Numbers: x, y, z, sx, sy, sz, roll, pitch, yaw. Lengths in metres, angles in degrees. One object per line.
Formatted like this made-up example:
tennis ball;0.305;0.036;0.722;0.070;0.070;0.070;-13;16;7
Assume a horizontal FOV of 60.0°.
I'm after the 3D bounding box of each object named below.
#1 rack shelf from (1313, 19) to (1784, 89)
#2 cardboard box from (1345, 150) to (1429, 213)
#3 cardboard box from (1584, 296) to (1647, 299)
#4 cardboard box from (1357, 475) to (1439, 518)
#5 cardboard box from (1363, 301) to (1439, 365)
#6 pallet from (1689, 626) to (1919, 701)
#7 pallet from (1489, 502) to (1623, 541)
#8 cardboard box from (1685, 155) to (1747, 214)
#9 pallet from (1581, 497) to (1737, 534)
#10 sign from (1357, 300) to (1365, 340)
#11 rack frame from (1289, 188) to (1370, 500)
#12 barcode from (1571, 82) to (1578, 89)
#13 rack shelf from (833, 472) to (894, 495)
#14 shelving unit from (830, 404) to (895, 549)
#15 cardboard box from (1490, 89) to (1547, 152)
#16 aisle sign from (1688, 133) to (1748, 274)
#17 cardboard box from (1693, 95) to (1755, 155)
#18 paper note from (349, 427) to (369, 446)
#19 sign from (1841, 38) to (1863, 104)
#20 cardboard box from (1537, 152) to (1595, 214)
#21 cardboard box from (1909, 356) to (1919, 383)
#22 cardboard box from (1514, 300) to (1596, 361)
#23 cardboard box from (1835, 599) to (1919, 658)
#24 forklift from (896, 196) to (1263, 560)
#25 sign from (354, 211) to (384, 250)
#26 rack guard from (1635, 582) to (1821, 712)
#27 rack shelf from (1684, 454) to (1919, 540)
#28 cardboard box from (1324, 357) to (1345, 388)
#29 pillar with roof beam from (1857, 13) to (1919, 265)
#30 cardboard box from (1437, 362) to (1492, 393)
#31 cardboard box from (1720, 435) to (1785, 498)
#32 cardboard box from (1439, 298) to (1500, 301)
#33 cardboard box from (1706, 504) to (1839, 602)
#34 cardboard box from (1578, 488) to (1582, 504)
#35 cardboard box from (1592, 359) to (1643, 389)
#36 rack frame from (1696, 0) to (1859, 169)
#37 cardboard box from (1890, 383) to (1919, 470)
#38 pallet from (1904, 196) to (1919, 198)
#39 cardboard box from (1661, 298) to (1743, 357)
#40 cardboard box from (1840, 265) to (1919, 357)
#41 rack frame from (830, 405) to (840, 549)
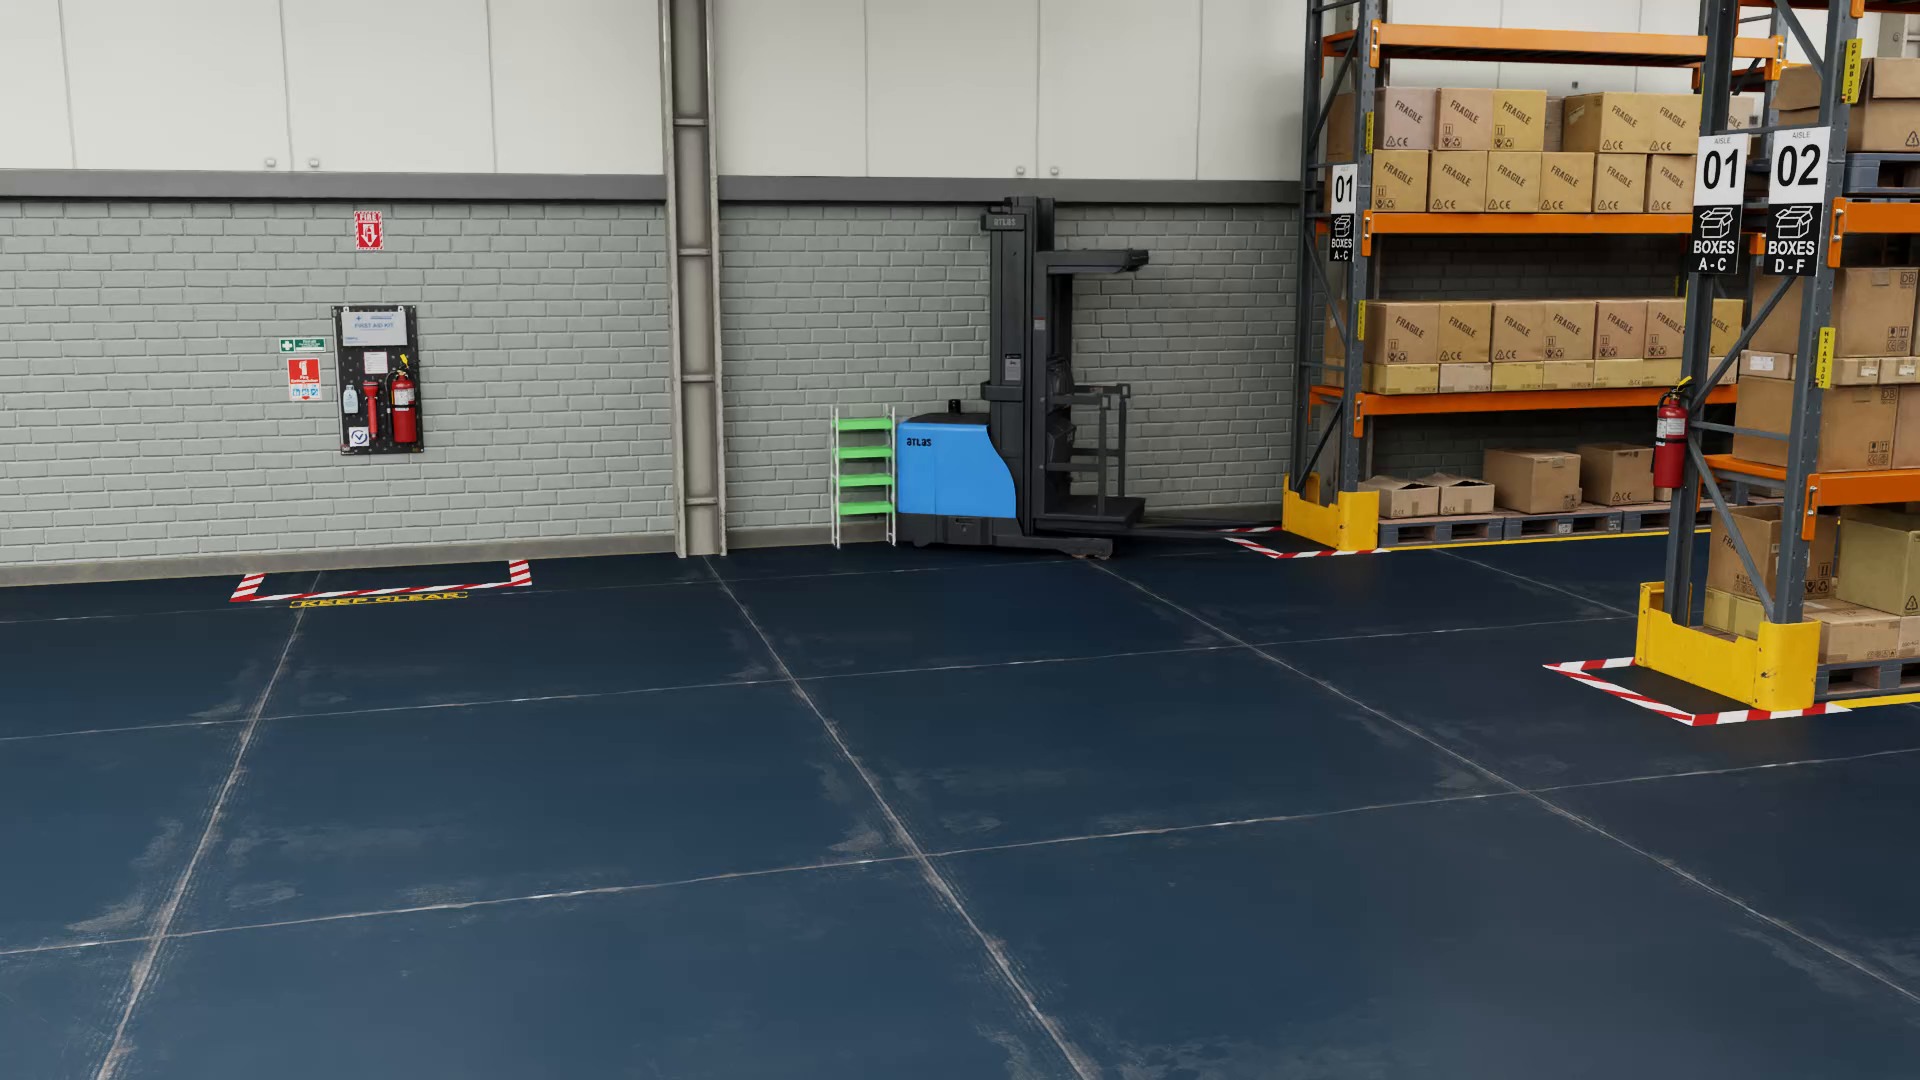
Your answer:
rack shelf;5.079;-4.179;14.387;4.000;0.370;1.077;-3;11;-16
cardboard box;3.550;-2.990;13.888;0.500;0.500;0.500;-3;11;-14
cardboard box;5.992;-1.977;15.288;0.500;0.500;0.500;-3;11;-16
cardboard box;3.848;-0.396;14.624;0.500;0.311;0.500;-4;11;-22
cardboard box;3.701;-1.759;14.106;0.500;0.500;0.500;-3;11;-16
pallet;5.270;0.704;10.140;1.213;0.211;1.003;-3;11;-16
pallet;5.191;-0.211;15.110;1.213;0.211;1.003;-3;11;-16
cardboard box;6.581;-3.151;14.759;0.500;0.500;0.500;-3;11;-14
pallet;6.364;-0.273;15.449;1.213;0.211;1.003;-3;11;-16
sign;3.311;-1.814;13.724;0.005;0.325;0.100;-3;11;-16
rack frame;3.159;-1.483;14.315;0.127;3.000;1.000;-3;11;-16
barcode;5.545;-4.099;14.995;0.075;0.075;0.001;-3;11;-16
rack shelf;-0.831;-0.482;14.205;0.480;0.148;0.258;-3;11;-16
shelving unit;-0.831;-0.545;14.194;0.503;1.200;0.258;-3;11;-16
cardboard box;4.581;-3.530;14.060;0.500;0.500;0.500;-3;11;-14
aisle sign;4.402;-1.948;9.662;0.004;0.787;0.394;-3;11;-16
cardboard box;6.594;-3.638;14.648;0.500;0.500;0.500;-4;11;-21
paper note;-4.744;-0.816;13.128;0.142;0.148;0.016;-3;11;-16
sign;4.696;-2.469;8.755;0.005;0.325;0.100;-3;11;-16
cardboard box;5.081;-3.069;14.316;0.500;0.500;0.500;-2;11;-12
cardboard box;5.477;-0.998;9.617;0.250;0.149;0.380;-3;11;-16
cardboard box;5.169;-1.836;14.522;0.500;0.500;0.500;-3;11;-14
cardboard box;5.603;0.510;9.927;0.500;0.250;0.500;-3;11;-16
forklift;1.031;-1.387;13.986;3.031;2.935;1.130;3;11;15
sign;-4.591;-2.403;12.913;0.199;0.298;0.001;-3;11;-16
rack guard;4.524;0.609;9.858;0.348;0.500;1.175;-3;11;-16
rack shelf;6.467;-0.369;10.253;4.000;0.370;1.077;-3;11;-16
cardboard box;3.553;-1.476;14.638;0.500;0.250;0.500;-3;11;-15
pillar with roof beam;10.553;-4.174;12.365;0.400;9.000;9.100;-3;11;-16
cardboard box;4.211;-1.417;14.317;0.500;0.250;0.500;-3;11;-18
cardboard box;7.702;-0.712;15.819;0.500;0.500;0.700;-3;11;-14
cardboard box;4.533;-1.899;14.864;0.500;0.500;0.500;-3;11;-18
cardboard box;4.979;0.076;10.210;0.500;0.500;0.500;-3;11;-16
cardboard box;5.458;-0.422;15.212;0.250;0.149;0.380;-4;11;-21
cardboard box;5.670;-1.492;14.728;0.500;0.250;0.500;-3;11;-16
rack frame;4.547;-3.572;9.095;0.127;3.000;1.000;-3;11;-16
cardboard box;5.502;-0.720;9.894;0.500;0.500;0.700;-3;11;-14
pallet;6.407;-2.147;9.883;1.213;0.211;1.003;-3;11;-16
cardboard box;6.632;-1.912;14.936;0.500;0.500;0.500;-3;11;-16
cardboard box;5.553;-1.360;9.792;0.500;0.500;0.700;-3;11;-17
rack frame;-1.065;-0.532;14.124;0.015;1.200;0.240;-3;11;-16
